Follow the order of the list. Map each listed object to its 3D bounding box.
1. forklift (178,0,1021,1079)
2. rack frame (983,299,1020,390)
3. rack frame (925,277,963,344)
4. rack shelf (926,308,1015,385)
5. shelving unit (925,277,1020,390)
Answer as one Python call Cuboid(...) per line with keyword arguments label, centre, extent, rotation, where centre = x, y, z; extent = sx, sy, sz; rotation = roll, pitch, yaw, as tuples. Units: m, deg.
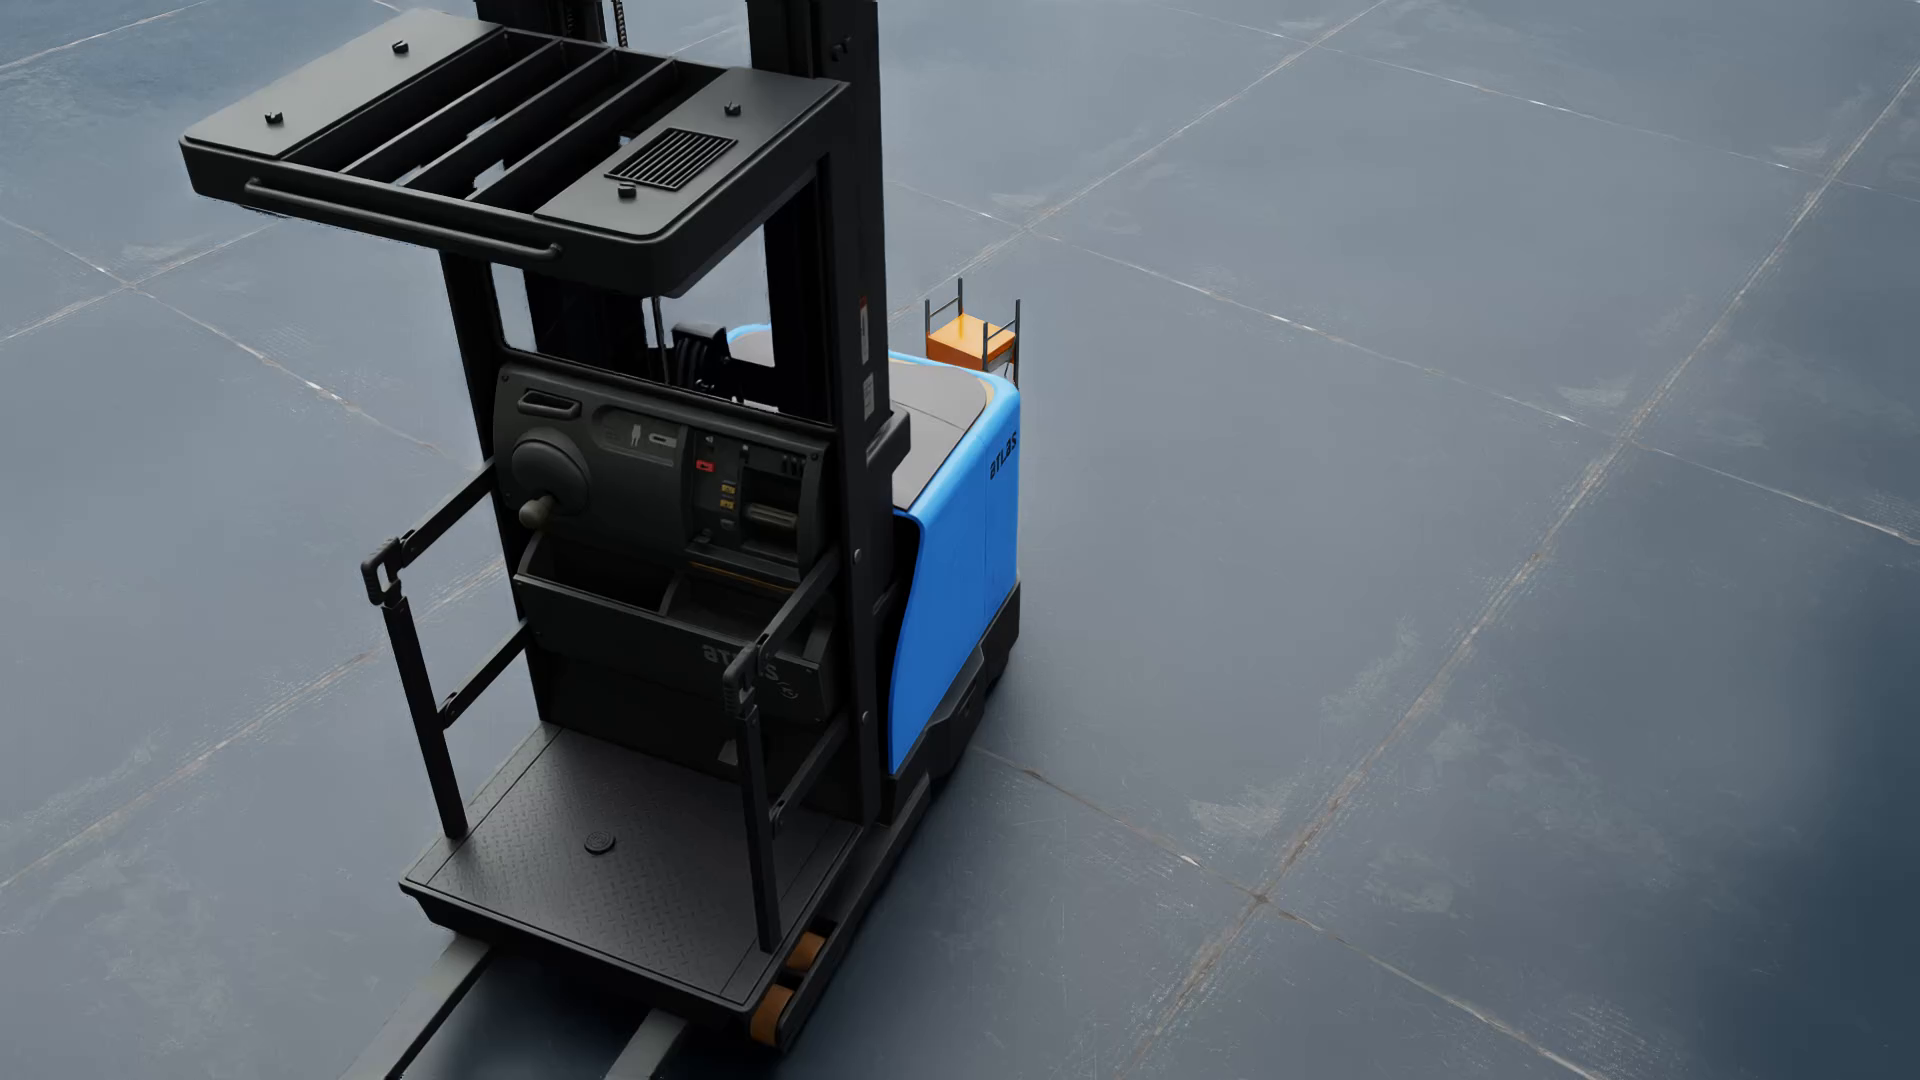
Cuboid(label="forklift", centre=(-0.842, -0.088, 3.985), extent=(1.130, 2.935, 3.031), rotation=(15, 40, 18))
Cuboid(label="rack frame", centre=(0.139, -0.348, 5.842), extent=(0.008, 1.050, 0.200), rotation=(25, 45, 29))
Cuboid(label="rack frame", centre=(-0.054, -0.439, 5.959), extent=(0.008, 1.050, 0.200), rotation=(25, 45, 29))
Cuboid(label="rack shelf", centre=(0.042, -0.608, 5.732), extent=(0.240, 0.259, 0.215), rotation=(25, 45, 29))
Cuboid(label="shelving unit", centre=(0.042, -0.393, 5.901), extent=(0.252, 1.050, 0.215), rotation=(25, 45, 29))
